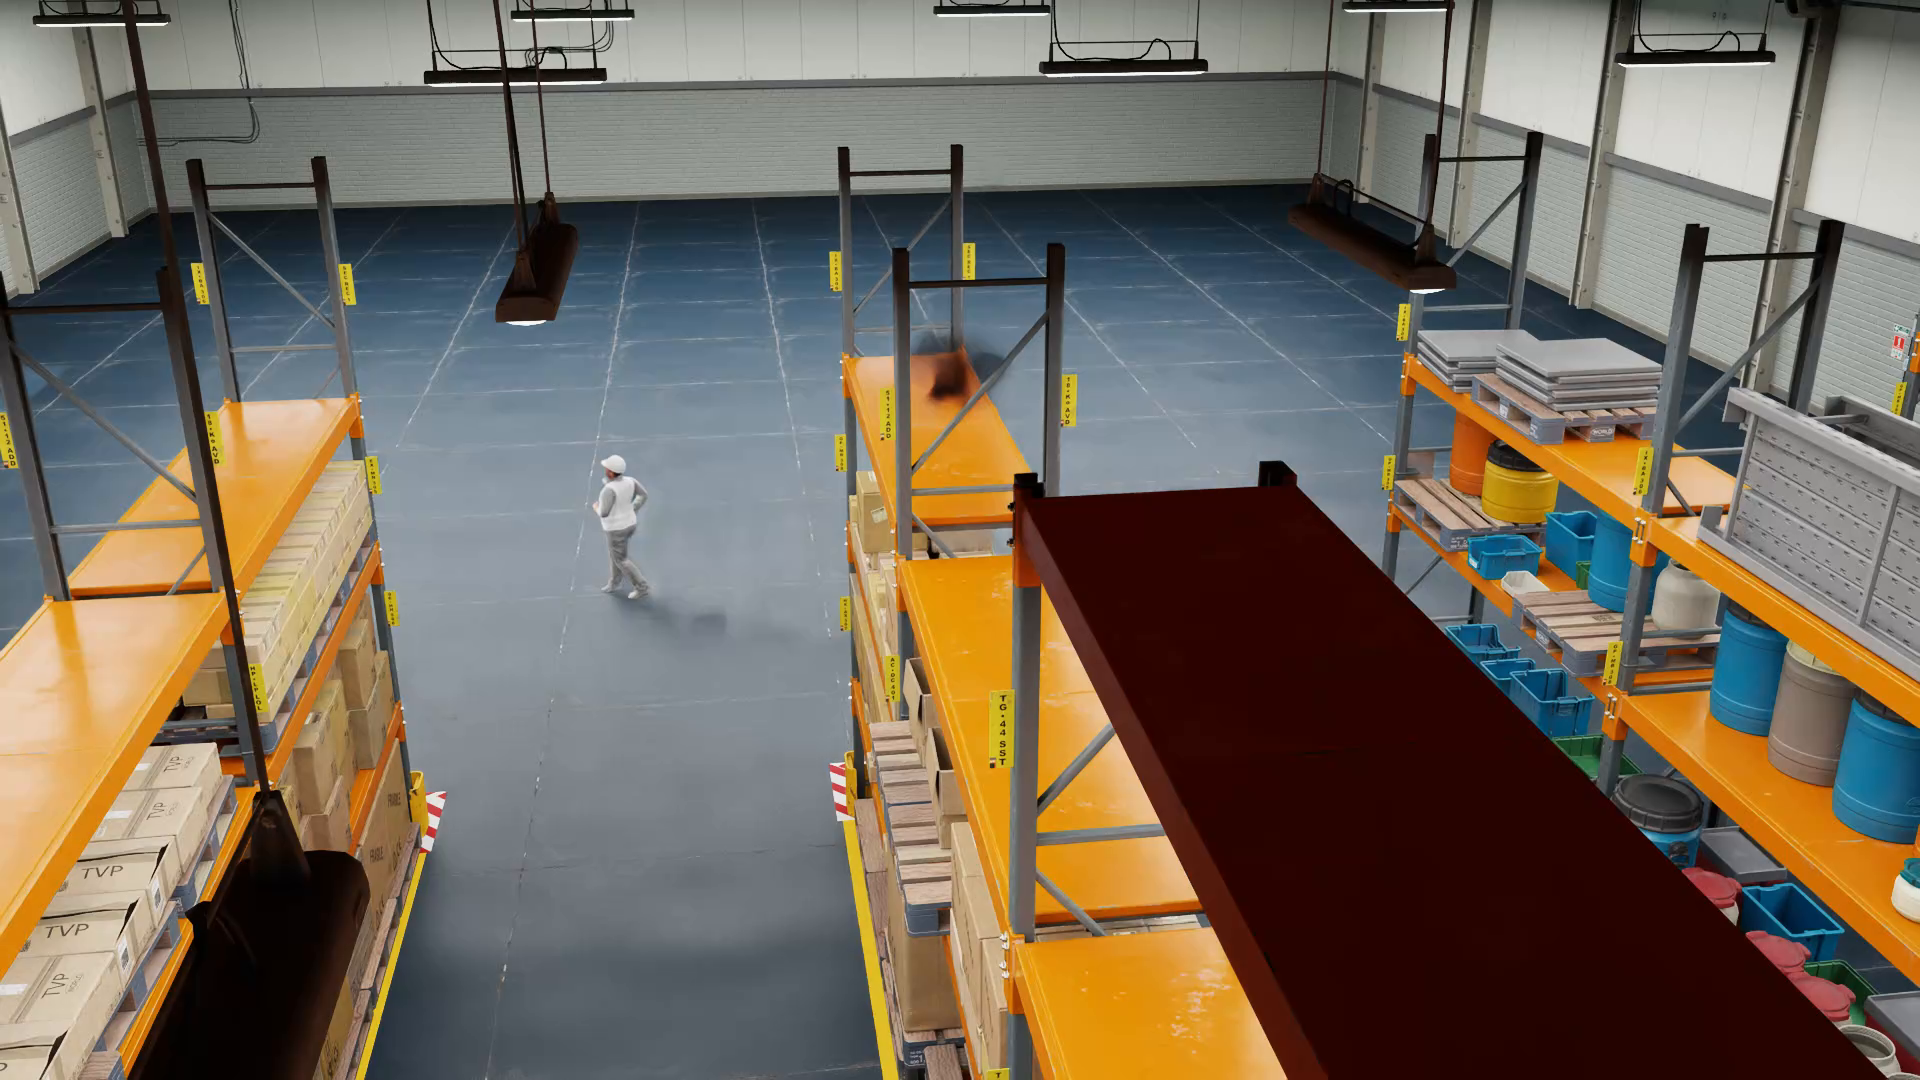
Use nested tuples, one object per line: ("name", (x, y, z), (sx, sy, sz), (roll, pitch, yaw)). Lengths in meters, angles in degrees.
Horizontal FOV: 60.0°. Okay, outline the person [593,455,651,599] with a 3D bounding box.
("person", (-4.005, -0.164, 19.563), (0.784, 1.746, 0.664), (9, 23, 21))
